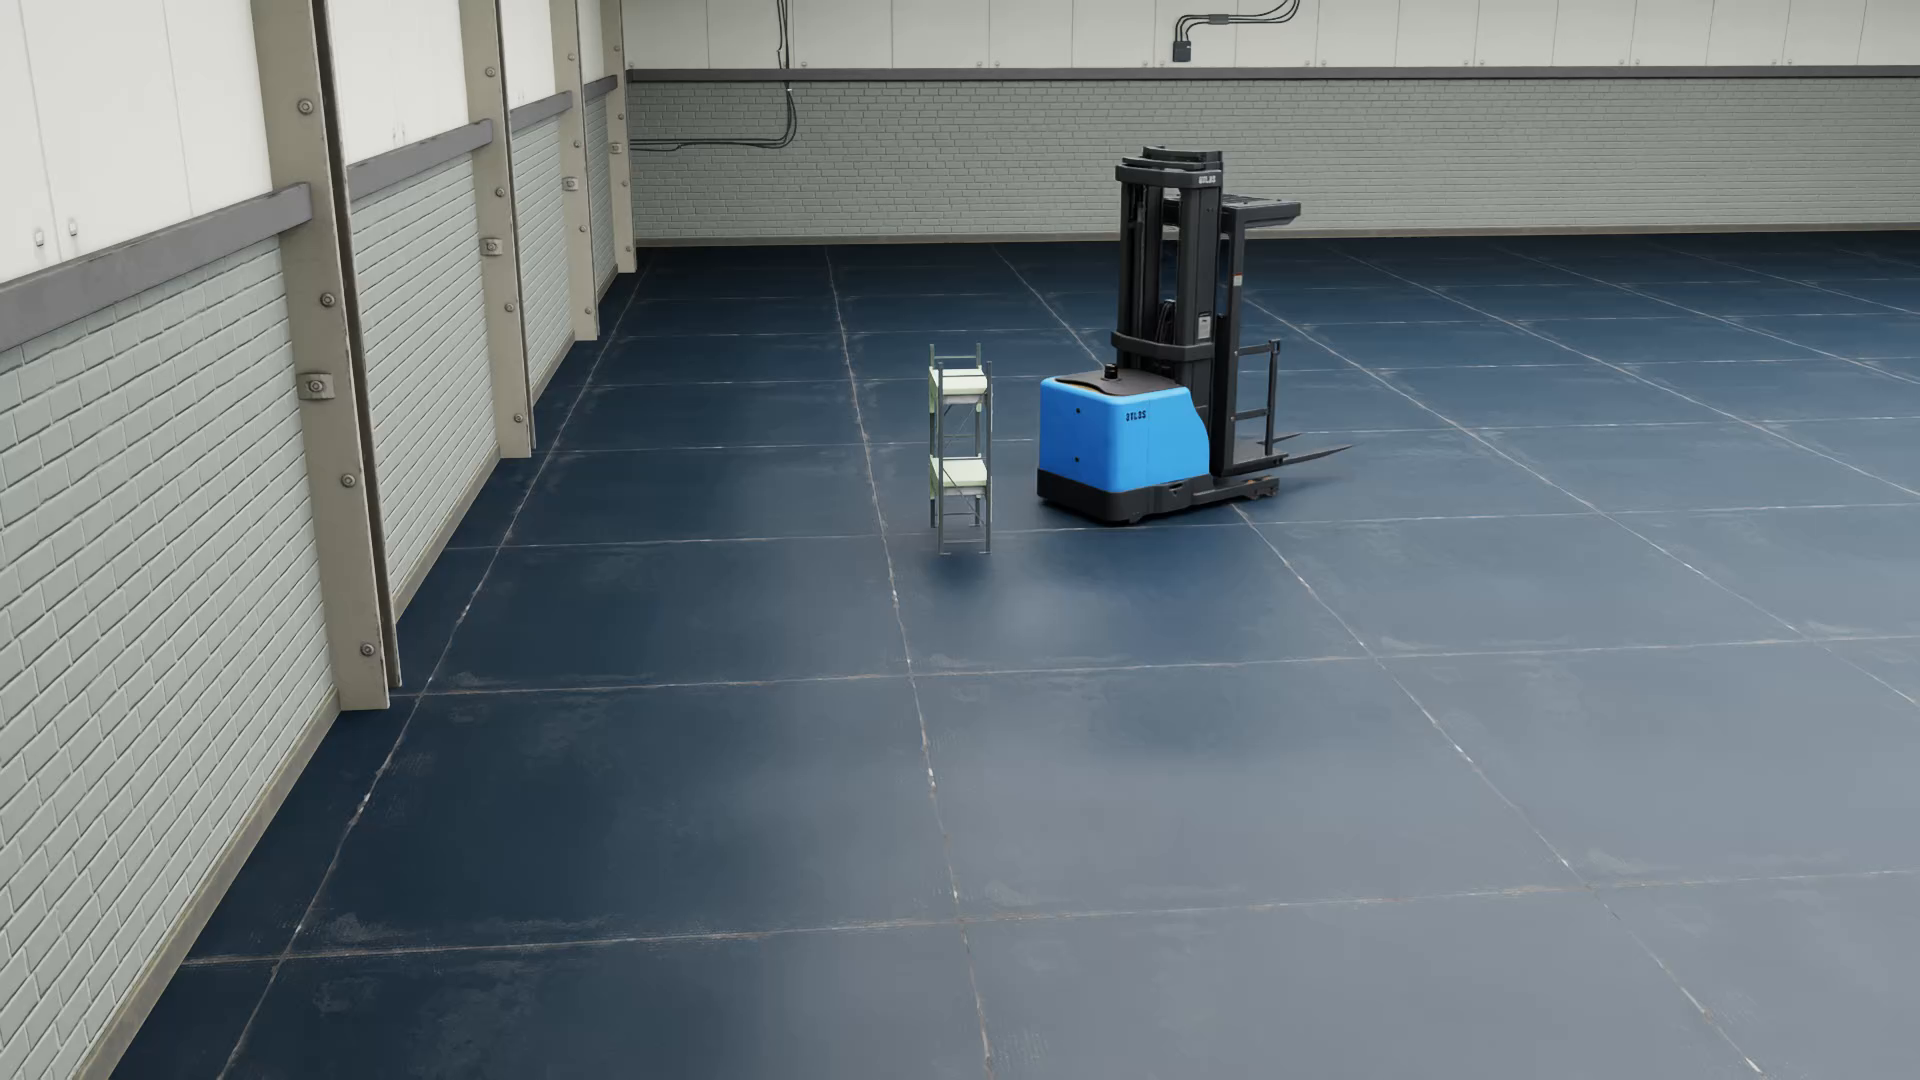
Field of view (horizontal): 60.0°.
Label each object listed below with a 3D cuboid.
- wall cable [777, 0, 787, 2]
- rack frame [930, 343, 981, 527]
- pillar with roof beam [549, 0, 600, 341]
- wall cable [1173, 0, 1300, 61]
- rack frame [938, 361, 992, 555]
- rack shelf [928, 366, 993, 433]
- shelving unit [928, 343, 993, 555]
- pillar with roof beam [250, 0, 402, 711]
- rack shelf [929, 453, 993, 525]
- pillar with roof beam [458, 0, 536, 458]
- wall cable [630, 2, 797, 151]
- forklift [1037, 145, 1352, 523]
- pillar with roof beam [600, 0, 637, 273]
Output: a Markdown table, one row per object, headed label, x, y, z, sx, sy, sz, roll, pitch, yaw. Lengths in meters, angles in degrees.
| label | x | y | z | sx | sy | sz | roll | pitch | yaw |
| --- | --- | --- | --- | --- | --- | --- | --- | --- | --- |
| wall cable | -1.755 | -10.631 | 28.767 | 3.097 | 2.526 | 0.112 | -2 | 18 | -6 |
| rack frame | -0.038 | -0.827 | 13.306 | 0.400 | 1.500 | 0.023 | -2 | 18 | -6 |
| pillar with roof beam | -0.557 | -7.046 | 20.596 | 9.100 | 9.000 | 0.400 | -2 | 18 | -6 |
| wall cable | 4.998 | -11.530 | 29.202 | 2.305 | 6.003 | 0.169 | -2 | 18 | -6 |
| rack frame | 0.037 | -0.609 | 12.611 | 0.400 | 1.500 | 0.023 | -2 | 18 | -6 |
| rack shelf | -0.001 | -1.090 | 12.842 | 0.431 | 0.370 | 0.720 | -2 | 18 | -6 |
| shelving unit | -0.001 | -0.718 | 12.959 | 0.431 | 1.500 | 0.755 | -2 | 18 | -6 |
| pillar with roof beam | 0.681 | -3.470 | 9.208 | 9.100 | 9.000 | 0.400 | -2 | 18 | -6 |
| rack shelf | -0.001 | -0.407 | 13.056 | 0.431 | 0.370 | 0.720 | -2 | 18 | -6 |
| pillar with roof beam | 0.062 | -5.258 | 14.902 | 9.100 | 9.000 | 0.400 | -2 | 18 | -6 |
| wall cable | -4.446 | -8.137 | 29.257 | 3.097 | 2.526 | 0.112 | -2 | 18 | -6 |
| forklift | 2.151 | -1.861 | 14.210 | 3.031 | 2.935 | 1.130 | -12 | 21 | -34 |
| pillar with roof beam | -1.175 | -8.833 | 26.290 | 9.100 | 9.000 | 0.400 | -2 | 18 | -6 |
